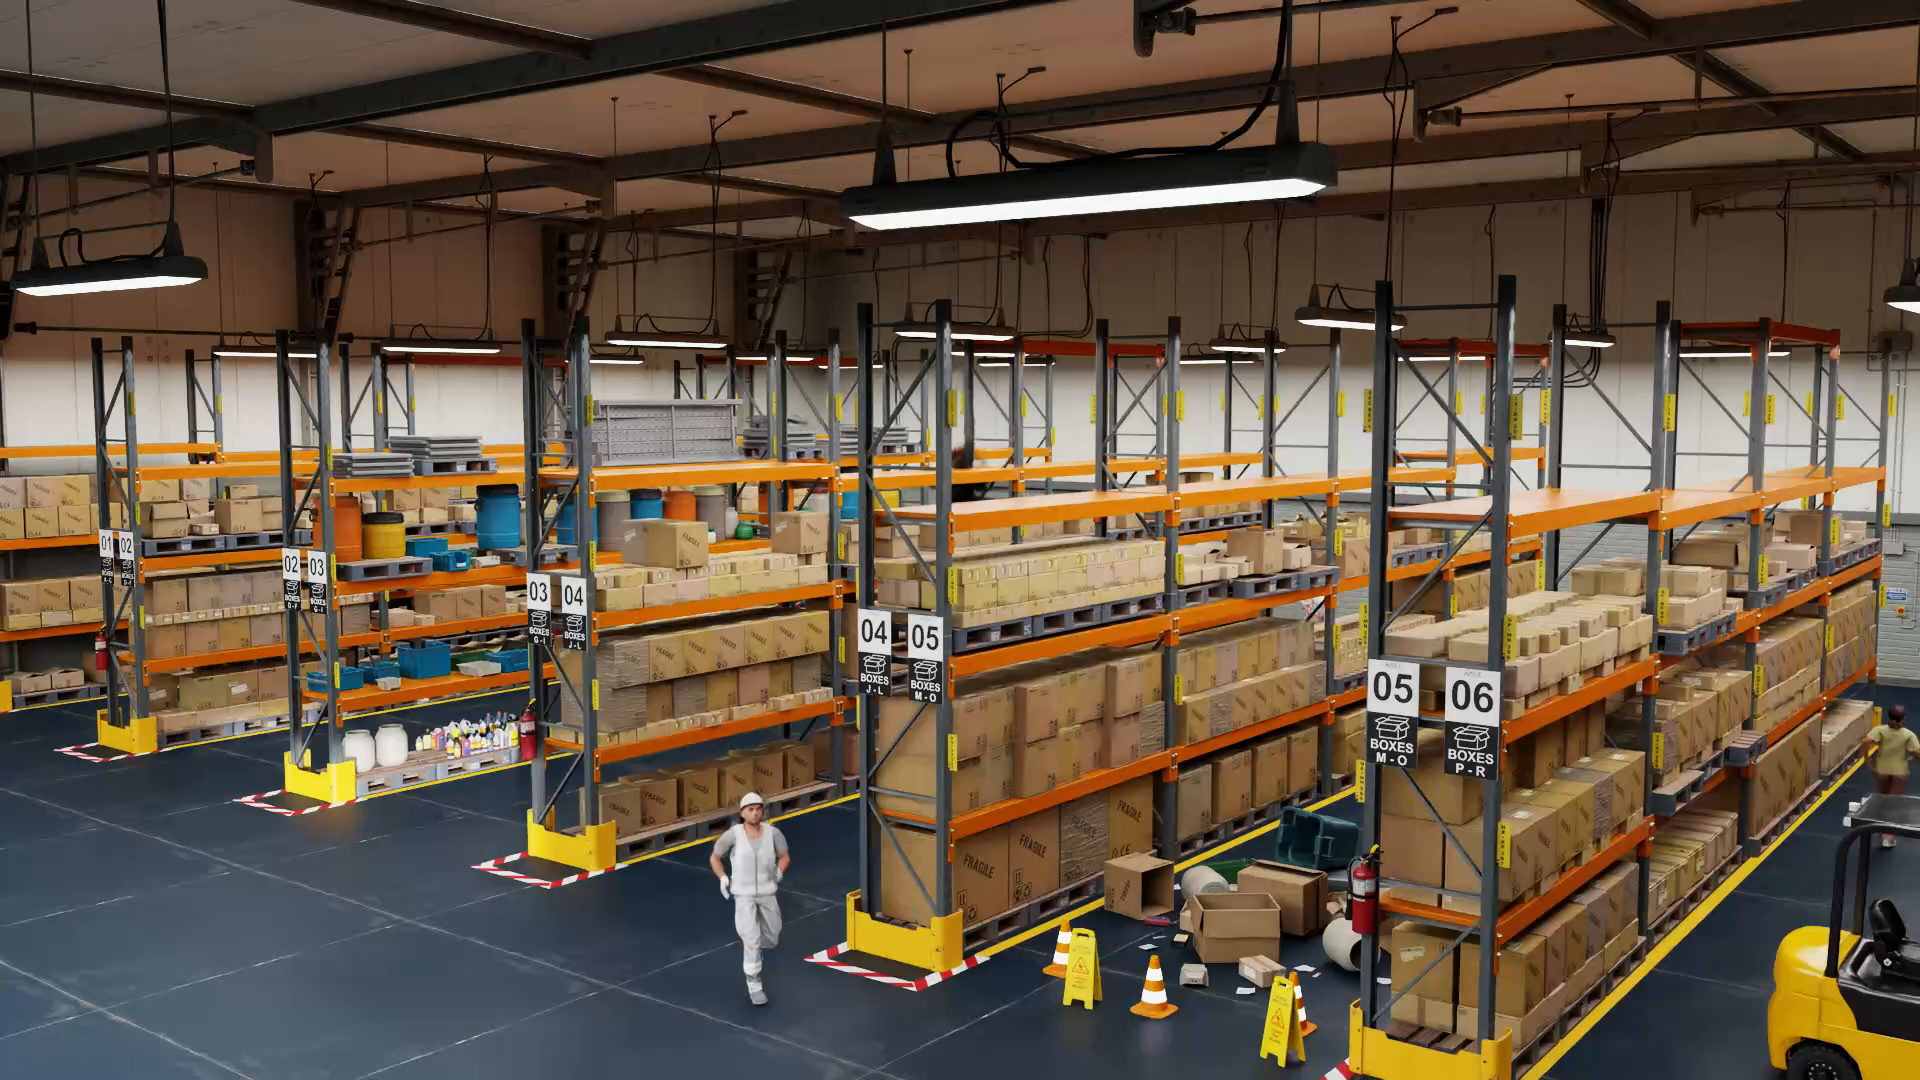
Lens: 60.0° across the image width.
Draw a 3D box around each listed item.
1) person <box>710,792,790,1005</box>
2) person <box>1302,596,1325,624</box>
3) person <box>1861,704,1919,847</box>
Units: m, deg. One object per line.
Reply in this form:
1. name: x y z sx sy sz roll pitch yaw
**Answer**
1. person: -1.790 3.047 14.344 0.675 1.754 0.829 -2 5 -20
2. person: 6.813 1.552 31.621 0.674 1.807 0.677 -2 5 -20
3. person: 10.701 2.683 19.099 0.587 1.627 0.599 4 6 38
